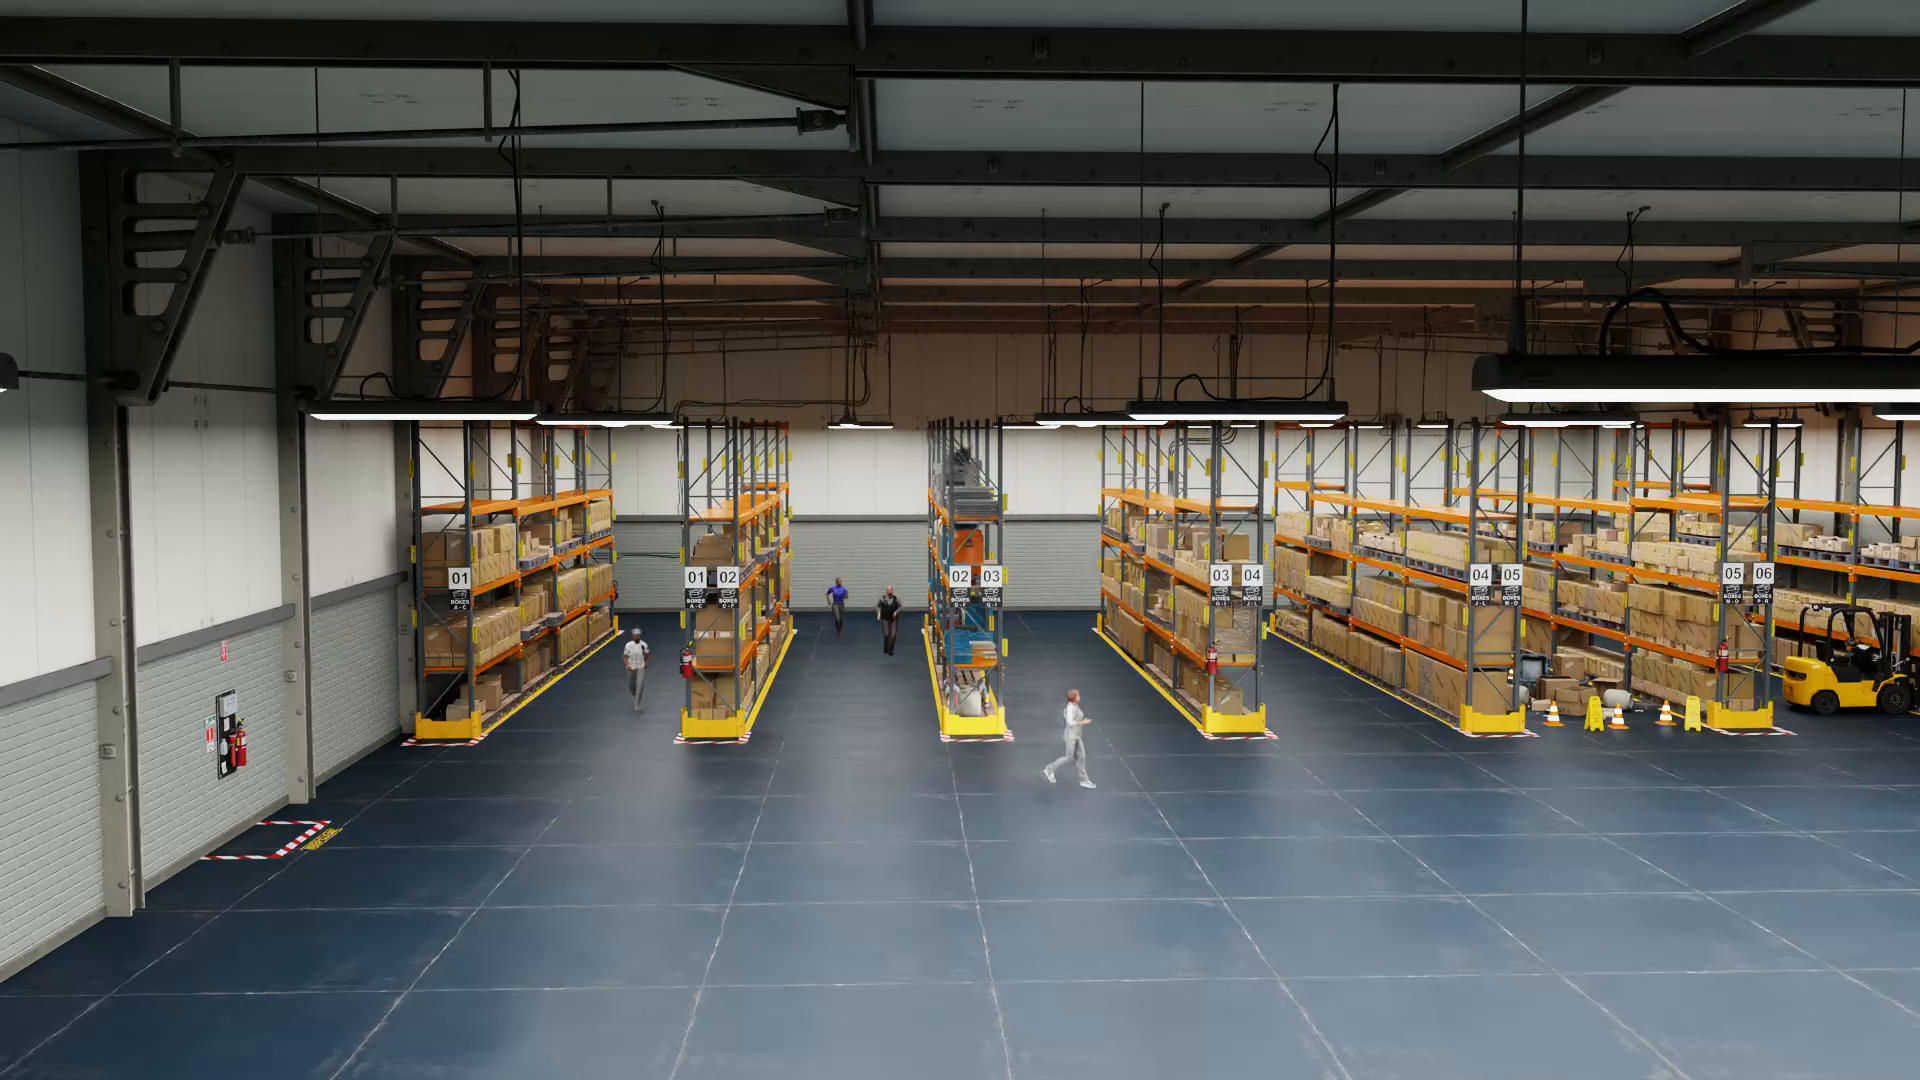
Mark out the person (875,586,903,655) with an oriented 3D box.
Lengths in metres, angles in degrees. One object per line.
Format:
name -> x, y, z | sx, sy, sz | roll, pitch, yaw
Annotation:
person -> -1.709, 1.961, 40.318 | 0.658, 1.696, 0.547 | 0, 4, -6

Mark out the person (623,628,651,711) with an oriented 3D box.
person -> -6.707, 2.664, 34.521 | 0.568, 1.683, 0.869 | -1, 4, -9

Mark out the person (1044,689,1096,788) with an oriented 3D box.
person -> 1.775, 3.168, 26.628 | 0.852, 1.587, 0.534 | 1, 4, 17

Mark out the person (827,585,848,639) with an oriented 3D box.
person -> -3.403, 1.982, 46.305 | 0.543, 1.490, 0.886 | -1, 4, -20

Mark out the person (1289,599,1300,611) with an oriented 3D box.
person -> 9.980, 1.686, 49.021 | 0.624, 1.541, 0.662 | 1, 4, 21
